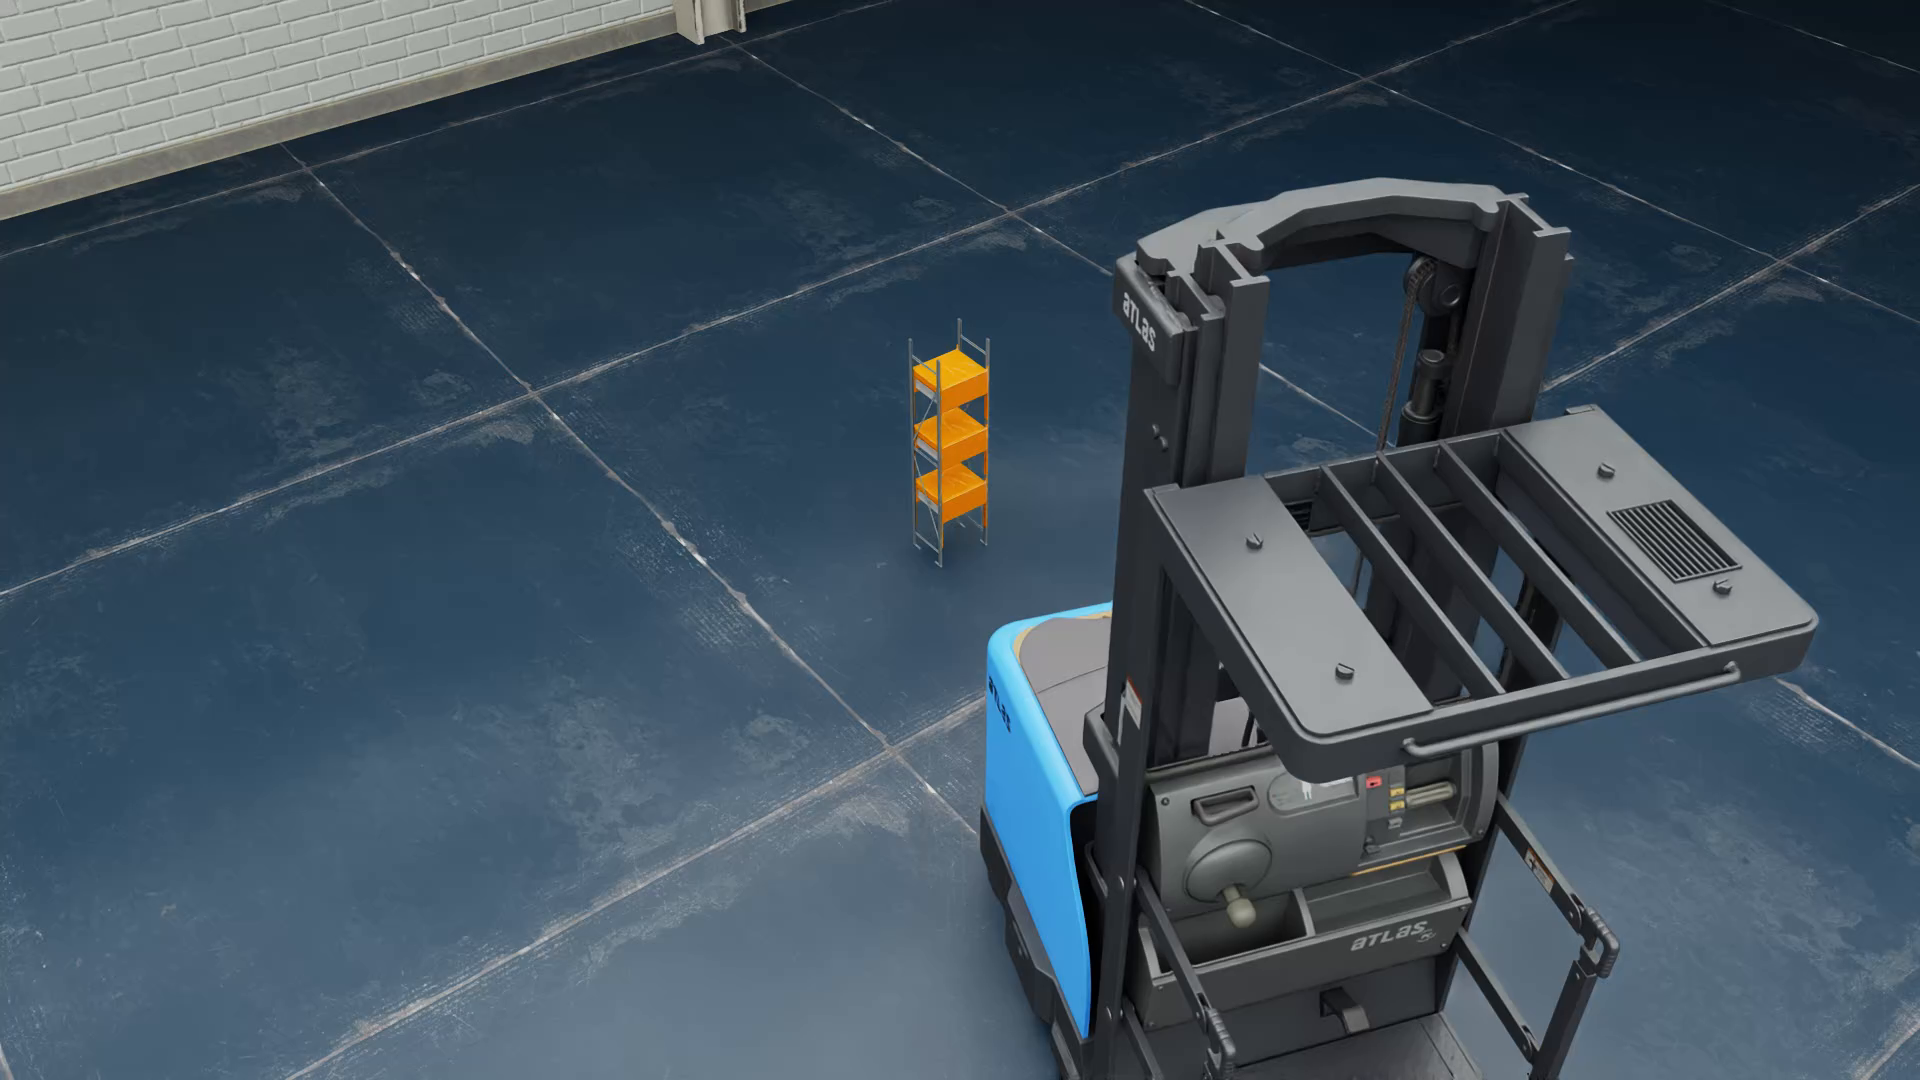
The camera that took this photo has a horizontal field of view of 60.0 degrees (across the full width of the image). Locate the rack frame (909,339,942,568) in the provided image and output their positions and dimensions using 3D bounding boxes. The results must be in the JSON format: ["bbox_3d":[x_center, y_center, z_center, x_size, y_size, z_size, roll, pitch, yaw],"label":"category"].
[{"bbox_3d":[-0.139,-0.338,6.834,0.008,1.050,0.200,-26,46,-28],"label":"rack frame"}]

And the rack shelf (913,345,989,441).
[{"bbox_3d":[-0.042,-0.596,6.719,0.240,0.259,0.215,-26,46,-28],"label":"rack shelf"}]

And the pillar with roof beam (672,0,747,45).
[{"bbox_3d":[0.892,-4.858,6.077,0.400,9.000,9.100,-26,46,-28],"label":"pillar with roof beam"}]

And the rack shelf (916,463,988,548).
[{"bbox_3d":[-0.042,-0.162,7.075,0.240,0.259,0.215,-26,46,-28],"label":"rack shelf"}]

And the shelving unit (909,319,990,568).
[{"bbox_3d":[-0.042,-0.385,6.892,0.252,1.050,0.215,-26,46,-28],"label":"shelving unit"}]

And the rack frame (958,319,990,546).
[{"bbox_3d":[0.054,-0.432,6.949,0.008,1.050,0.200,-26,46,-28],"label":"rack frame"}]

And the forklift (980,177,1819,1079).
[{"bbox_3d":[0.987,0.773,3.996,1.130,2.935,3.031,-11,41,-13],"label":"forklift"}]

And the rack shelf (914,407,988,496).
[{"bbox_3d":[-0.042,-0.377,6.899,0.240,0.259,0.215,-26,46,-28],"label":"rack shelf"}]
